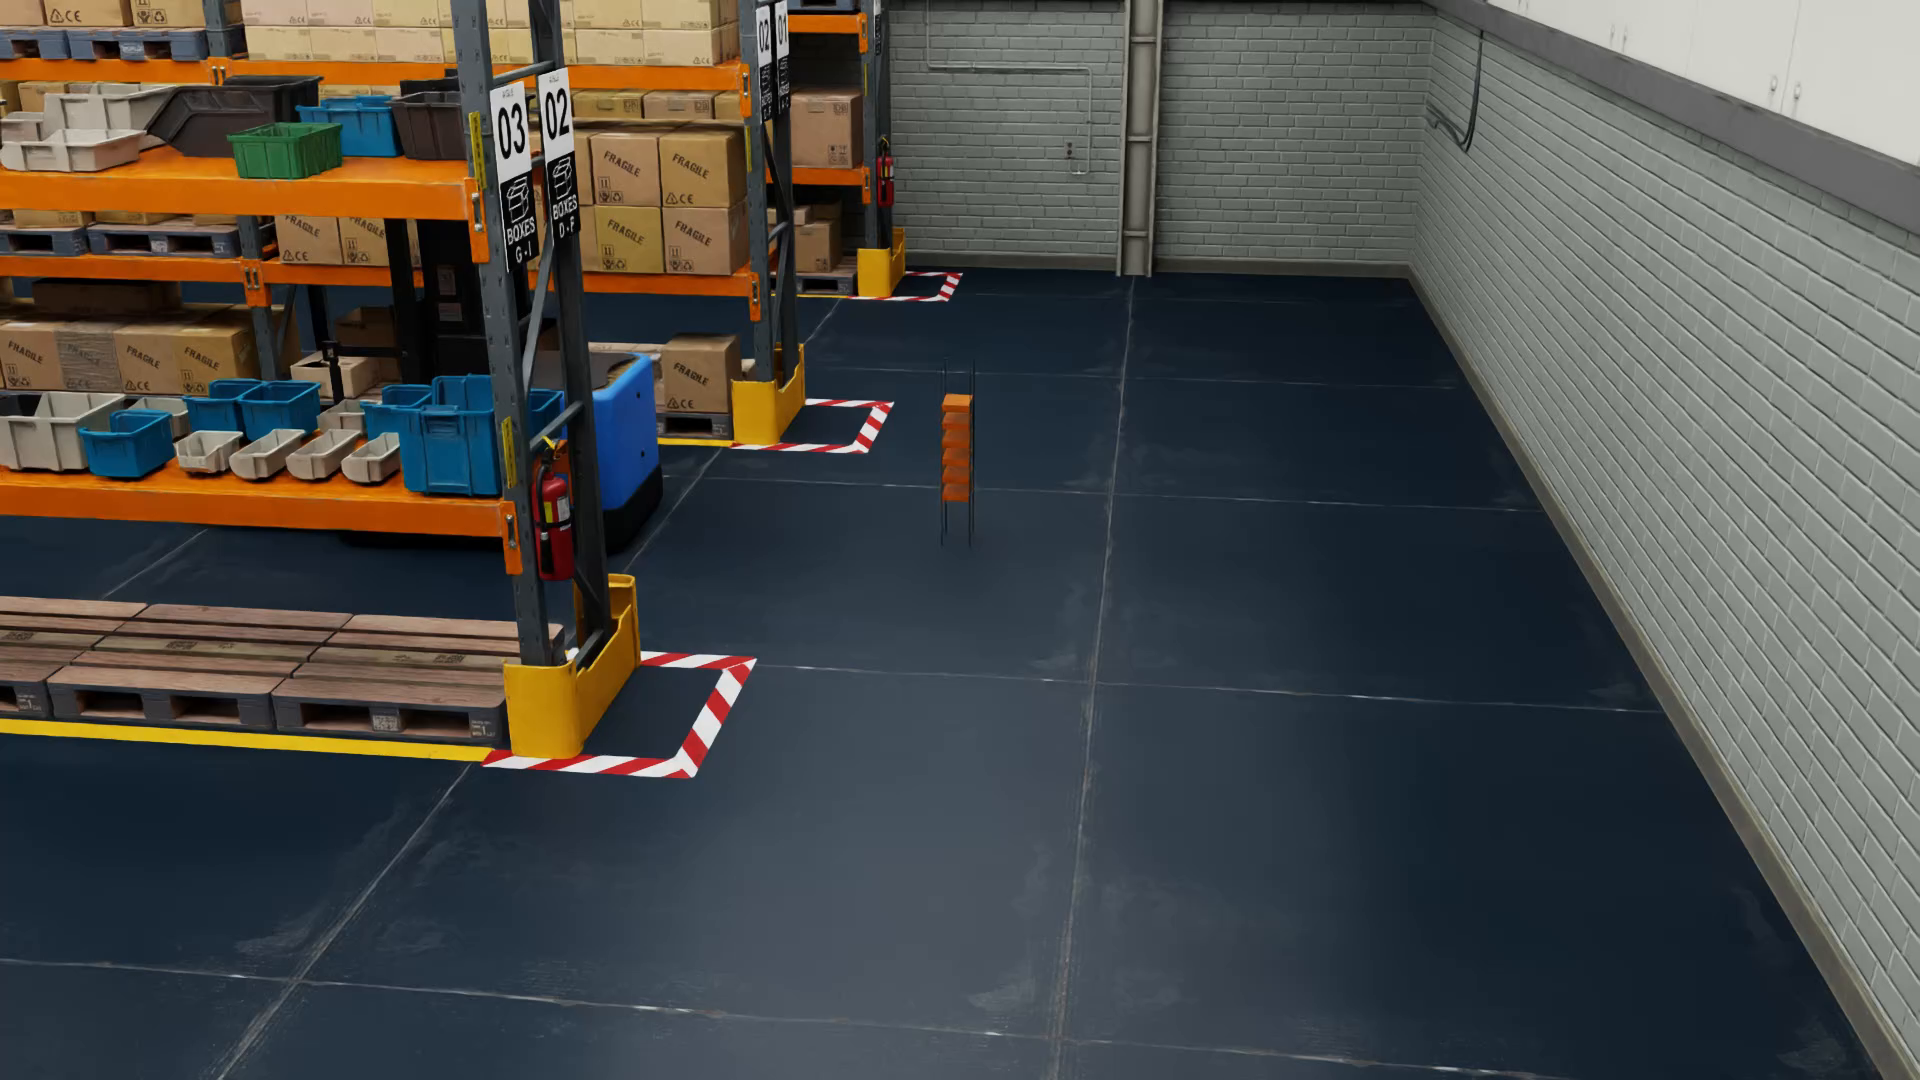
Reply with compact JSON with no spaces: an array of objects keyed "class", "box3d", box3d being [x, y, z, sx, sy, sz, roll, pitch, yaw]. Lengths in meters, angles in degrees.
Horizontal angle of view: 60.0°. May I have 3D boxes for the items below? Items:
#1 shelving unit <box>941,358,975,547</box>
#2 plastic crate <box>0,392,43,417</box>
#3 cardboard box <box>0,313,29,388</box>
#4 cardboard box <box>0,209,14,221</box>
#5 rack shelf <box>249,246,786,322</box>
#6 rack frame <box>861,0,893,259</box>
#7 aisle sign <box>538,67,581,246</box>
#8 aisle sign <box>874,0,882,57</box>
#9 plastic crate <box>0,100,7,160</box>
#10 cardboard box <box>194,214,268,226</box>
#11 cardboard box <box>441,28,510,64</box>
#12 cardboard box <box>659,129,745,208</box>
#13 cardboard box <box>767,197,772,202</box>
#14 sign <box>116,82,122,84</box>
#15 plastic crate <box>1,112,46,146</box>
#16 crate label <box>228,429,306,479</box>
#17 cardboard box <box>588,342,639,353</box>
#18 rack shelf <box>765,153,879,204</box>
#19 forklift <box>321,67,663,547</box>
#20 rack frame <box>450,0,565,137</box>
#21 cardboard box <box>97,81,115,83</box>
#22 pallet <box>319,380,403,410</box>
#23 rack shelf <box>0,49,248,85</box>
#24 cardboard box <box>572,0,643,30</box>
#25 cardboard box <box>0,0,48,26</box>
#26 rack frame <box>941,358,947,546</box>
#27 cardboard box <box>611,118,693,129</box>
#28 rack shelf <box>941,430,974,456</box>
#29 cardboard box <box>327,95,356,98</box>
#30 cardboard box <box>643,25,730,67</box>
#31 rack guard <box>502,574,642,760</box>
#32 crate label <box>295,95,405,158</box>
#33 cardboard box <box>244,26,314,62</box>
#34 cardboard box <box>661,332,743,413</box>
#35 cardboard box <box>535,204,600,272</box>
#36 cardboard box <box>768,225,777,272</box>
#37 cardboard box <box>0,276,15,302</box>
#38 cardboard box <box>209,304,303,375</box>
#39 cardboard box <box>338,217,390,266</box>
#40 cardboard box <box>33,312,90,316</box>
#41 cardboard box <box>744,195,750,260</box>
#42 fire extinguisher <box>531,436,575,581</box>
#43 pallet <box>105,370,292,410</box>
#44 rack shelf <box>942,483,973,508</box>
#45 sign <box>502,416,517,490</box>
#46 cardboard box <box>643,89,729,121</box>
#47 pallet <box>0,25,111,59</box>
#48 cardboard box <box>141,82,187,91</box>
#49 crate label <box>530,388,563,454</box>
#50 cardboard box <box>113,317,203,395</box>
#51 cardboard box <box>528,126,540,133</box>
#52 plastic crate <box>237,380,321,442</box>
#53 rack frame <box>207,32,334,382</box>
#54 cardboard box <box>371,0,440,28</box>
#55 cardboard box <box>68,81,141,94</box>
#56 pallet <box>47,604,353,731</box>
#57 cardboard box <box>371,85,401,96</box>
[{"class":"shelving unit","box3d":[-0.014,-0.559,10.721,0.189,1.200,0.258,2,22,6]},{"class":"plastic crate","box3d":[-4.853,-0.649,8.795,0.590,0.125,0.437,2,22,6]},{"class":"cardboard box","box3d":[-7.945,-1.555,13.595,0.500,0.500,0.500,2,22,6]},{"class":"cardboard box","box3d":[-7.857,-2.828,13.305,0.500,0.500,0.700,7,23,16]},{"class":"rack shelf","box3d":[-3.424,-2.087,13.118,4.000,0.370,1.077,2,22,6]},{"class":"rack frame","box3d":[-0.858,-4.144,17.342,0.127,3.000,1.000,2,22,6]},{"class":"aisle sign","box3d":[-1.918,-1.841,7.981,0.004,0.787,0.394,2,22,6]},{"class":"aisle sign","box3d":[-0.822,-5.240,16.579,0.004,0.787,0.394,2,22,6]},{"class":"plastic crate","box3d":[-4.795,-1.880,7.714,0.590,0.269,0.497,2,22,6]},{"class":"cardboard box","box3d":[-5.854,-2.852,13.367,0.500,0.500,0.700,-5,22,-12]},{"class":"cardboard box","box3d":[-3.467,-3.656,12.232,0.500,0.250,0.500,2,22,6]},{"class":"cardboard box","box3d":[-1.912,-2.765,12.359,0.500,0.500,0.500,2,22,6]},{"class":"cardboard box","box3d":[-2.169,-3.572,17.842,0.250,0.149,0.380,3,22,7]},{"class":"sign","box3d":[-8.857,-4.793,17.517,0.005,0.325,0.100,2,22,6]},{"class":"plastic crate","box3d":[-4.689,-2.056,8.340,0.466,0.136,0.293,2,22,6]},{"class":"crate label","box3d":[-3.421,-0.422,8.205,0.243,0.136,0.396,2,22,6]},{"class":"cardboard box","box3d":[-2.937,-1.431,13.622,0.500,0.250,0.500,2,22,6]},{"class":"rack shelf","box3d":[-2.844,-3.896,17.693,4.000,0.370,1.077,2,22,6]},{"class":"forklift","box3d":[-3.609,-1.509,10.769,3.031,2.935,1.130,2,22,6]},{"class":"rack frame","box3d":[-2.024,-3.317,7.089,0.127,3.000,1.000,2,22,6]},{"class":"cardboard box","box3d":[-9.149,-5.047,18.009,0.250,0.149,0.380,0,22,-1]},{"class":"pallet","box3d":[-4.728,-1.181,13.641,1.213,0.211,1.003,2,22,6]},{"class":"rack shelf","box3d":[-7.396,-3.655,13.004,4.000,0.370,1.077,2,22,6]},{"class":"cardboard box","box3d":[-2.474,-3.843,12.026,0.500,0.250,0.500,2,22,6]},{"class":"cardboard box","box3d":[-7.226,-4.297,12.805,0.600,0.600,0.600,2,22,4]},{"class":"rack frame","box3d":[-0.105,-0.563,10.731,0.006,1.200,0.240,2,22,6]},{"class":"cardboard box","box3d":[-2.367,-2.982,12.907,0.500,0.500,0.500,3,22,7]},{"class":"rack shelf","box3d":[-0.014,-0.629,10.693,0.180,0.103,0.258,2,22,6]},{"class":"cardboard box","box3d":[-6.324,-4.482,17.630,0.500,0.500,0.500,3,22,6]},{"class":"cardboard box","box3d":[-1.979,-3.586,12.055,0.500,0.250,0.500,2,22,6]},{"class":"rack guard","box3d":[-1.999,0.632,8.661,0.348,0.500,1.175,2,22,6]},{"class":"crate label","box3d":[-2.902,-2.010,8.068,0.502,0.251,0.408,2,22,6]},{"class":"cardboard box","box3d":[-4.956,-3.722,12.399,0.500,0.250,0.500,2,22,6]},{"class":"cardboard box","box3d":[-2.006,-1.311,12.977,0.500,0.500,0.500,2,22,6]},{"class":"cardboard box","box3d":[-2.925,-2.346,12.659,0.500,0.500,0.500,3,22,7]},{"class":"cardboard box","box3d":[-2.062,-3.192,17.763,0.500,0.500,0.700,2,22,6]},{"class":"cardboard box","box3d":[-8.369,-2.116,13.995,0.500,0.250,0.500,3,22,8]},{"class":"cardboard box","box3d":[-5.861,-1.660,13.861,0.500,0.500,0.500,2,22,4]},{"class":"cardboard box","box3d":[-4.427,-2.412,12.825,0.500,0.500,0.500,3,22,7]},{"class":"cardboard box","box3d":[-7.390,-1.726,14.026,0.500,0.500,0.500,2,22,4]},{"class":"cardboard box","box3d":[-1.847,-2.497,13.040,0.500,0.500,0.500,3,22,7]},{"class":"fire extinguisher","box3d":[-1.928,-0.145,7.839,0.183,0.674,0.296,2,22,6]},{"class":"pallet","box3d":[-6.222,-1.233,13.771,1.213,0.211,1.003,2,22,6]},{"class":"rack shelf","box3d":[-0.014,-0.294,10.825,0.180,0.103,0.258,2,22,6]},{"class":"sign","box3d":[-2.073,-0.401,7.653,0.005,0.325,0.100,2,22,6]},{"class":"cardboard box","box3d":[-2.846,-4.366,17.494,0.700,0.700,0.980,1,22,4]},{"class":"pallet","box3d":[-7.079,-3.913,12.934,1.003,0.211,1.213,2,22,6]},{"class":"cardboard box","box3d":[-8.354,-4.918,17.712,0.500,0.250,0.500,3,22,8]},{"class":"crate label","box3d":[-2.231,-0.608,8.543,0.303,0.233,0.416,2,22,6]},{"class":"cardboard box","box3d":[-6.423,-1.492,13.434,0.500,0.500,0.500,3,22,6]},{"class":"cardboard box","box3d":[-3.439,-2.830,12.522,0.500,0.500,0.500,3,22,8]},{"class":"plastic crate","box3d":[-3.538,-0.665,8.687,0.300,0.233,0.416,2,22,6]},{"class":"rack frame","box3d":[-5.410,-2.508,13.204,0.127,3.000,1.000,2,22,6]},{"class":"cardboard box","box3d":[-3.964,-3.907,12.187,0.500,0.250,0.500,2,22,6]},{"class":"cardboard box","box3d":[-9.271,-4.758,18.160,0.500,0.500,0.700,0,22,0]},{"class":"pallet","box3d":[-4.047,0.666,8.967,1.213,0.211,1.003,2,22,6]},{"class":"cardboard box","box3d":[-5.831,-4.812,17.444,0.500,0.250,0.500,3,22,7]}]
